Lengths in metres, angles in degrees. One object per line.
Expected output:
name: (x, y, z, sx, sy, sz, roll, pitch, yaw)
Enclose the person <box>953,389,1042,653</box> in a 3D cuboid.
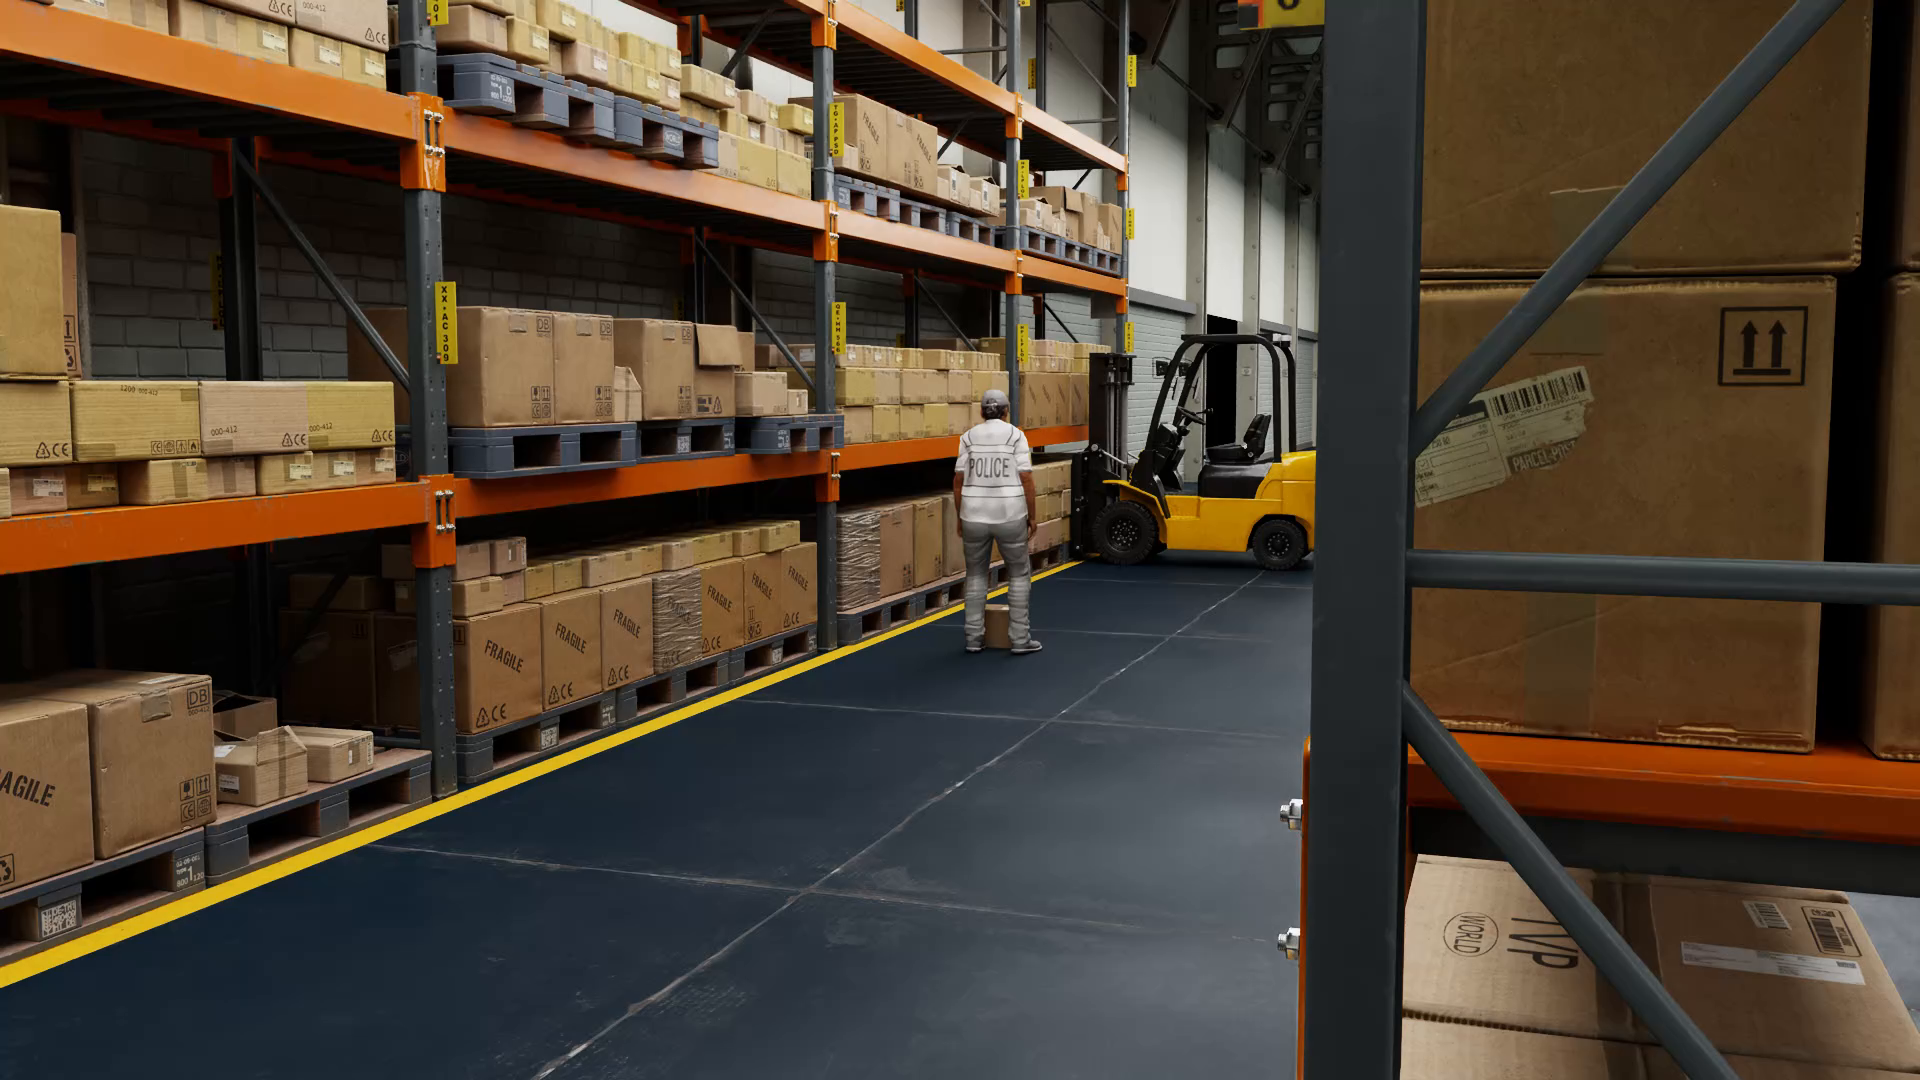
person: (0.234, -0.121, 10.515, 0.545, 1.665, 0.466, 1, 5, 14)
